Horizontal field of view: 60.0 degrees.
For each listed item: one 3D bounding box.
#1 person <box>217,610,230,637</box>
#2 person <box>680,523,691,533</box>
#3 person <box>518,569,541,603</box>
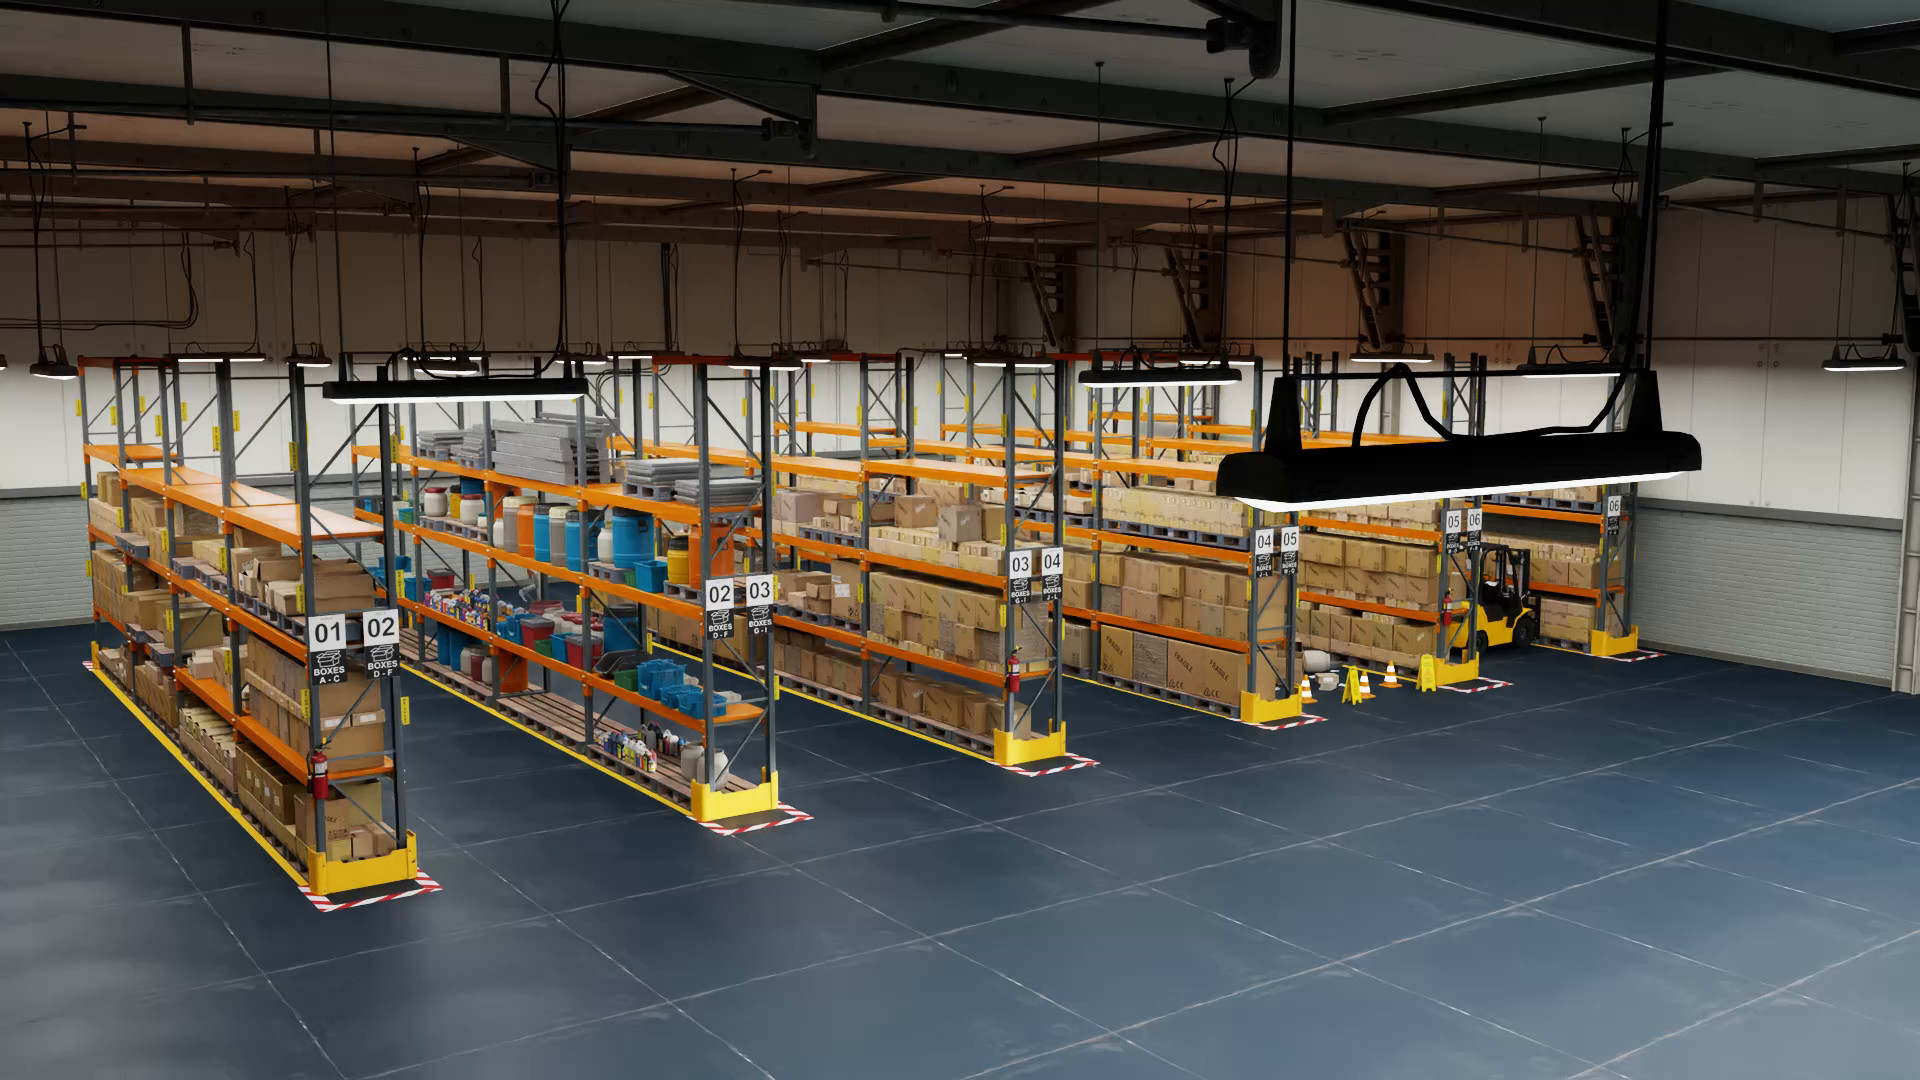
[{"bbox_3d":[-15.508,1.288,34.414,0.634,1.744,0.999,4,8,32],"label":"person"},{"bbox_3d":[-7.073,0.303,42.899,0.692,1.680,0.726,-3,8,-24],"label":"person"},{"bbox_3d":[-10.070,0.693,39.287,0.803,1.747,0.558,0,7,3],"label":"person"}]
